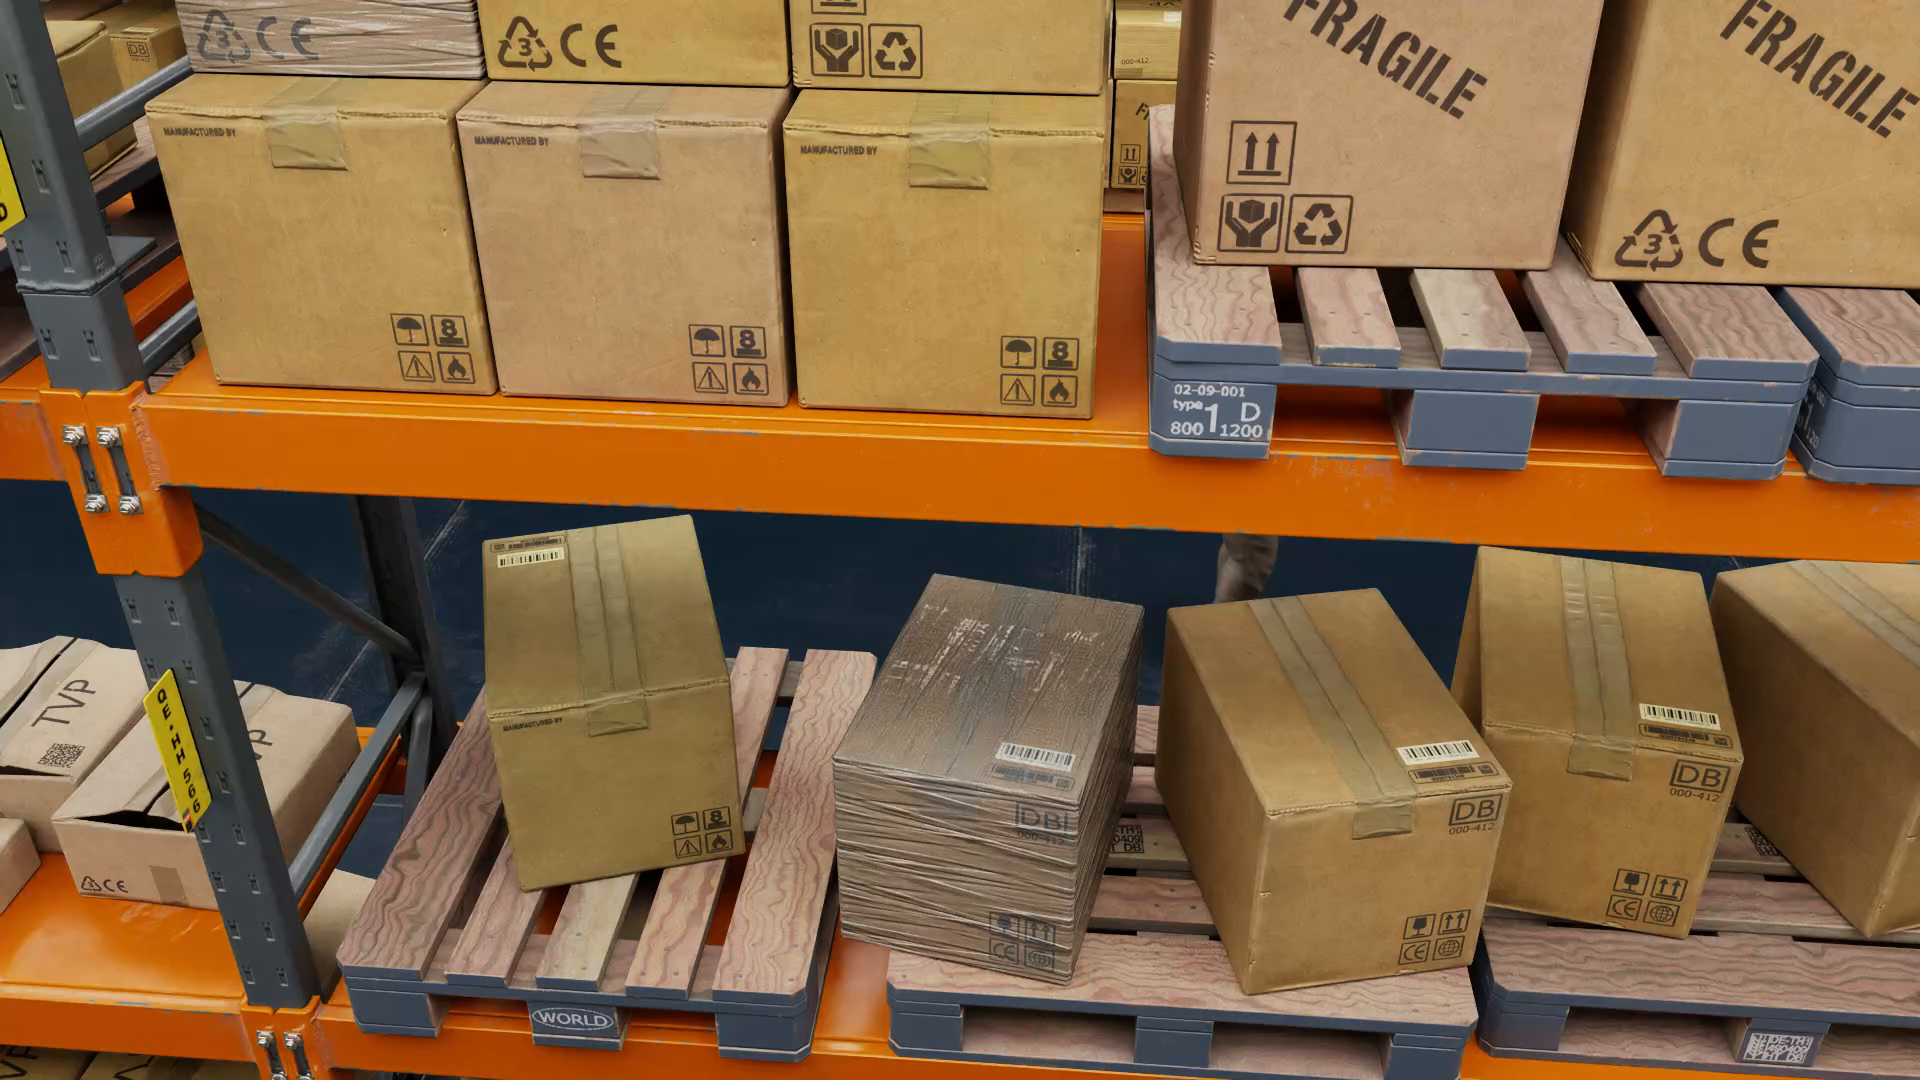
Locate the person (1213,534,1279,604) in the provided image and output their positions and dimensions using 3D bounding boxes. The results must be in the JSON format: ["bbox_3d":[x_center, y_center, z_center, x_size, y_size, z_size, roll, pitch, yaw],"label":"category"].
[{"bbox_3d":[1.241,-0.303,6.653,0.531,1.712,0.493,3,32,4],"label":"person"}]
